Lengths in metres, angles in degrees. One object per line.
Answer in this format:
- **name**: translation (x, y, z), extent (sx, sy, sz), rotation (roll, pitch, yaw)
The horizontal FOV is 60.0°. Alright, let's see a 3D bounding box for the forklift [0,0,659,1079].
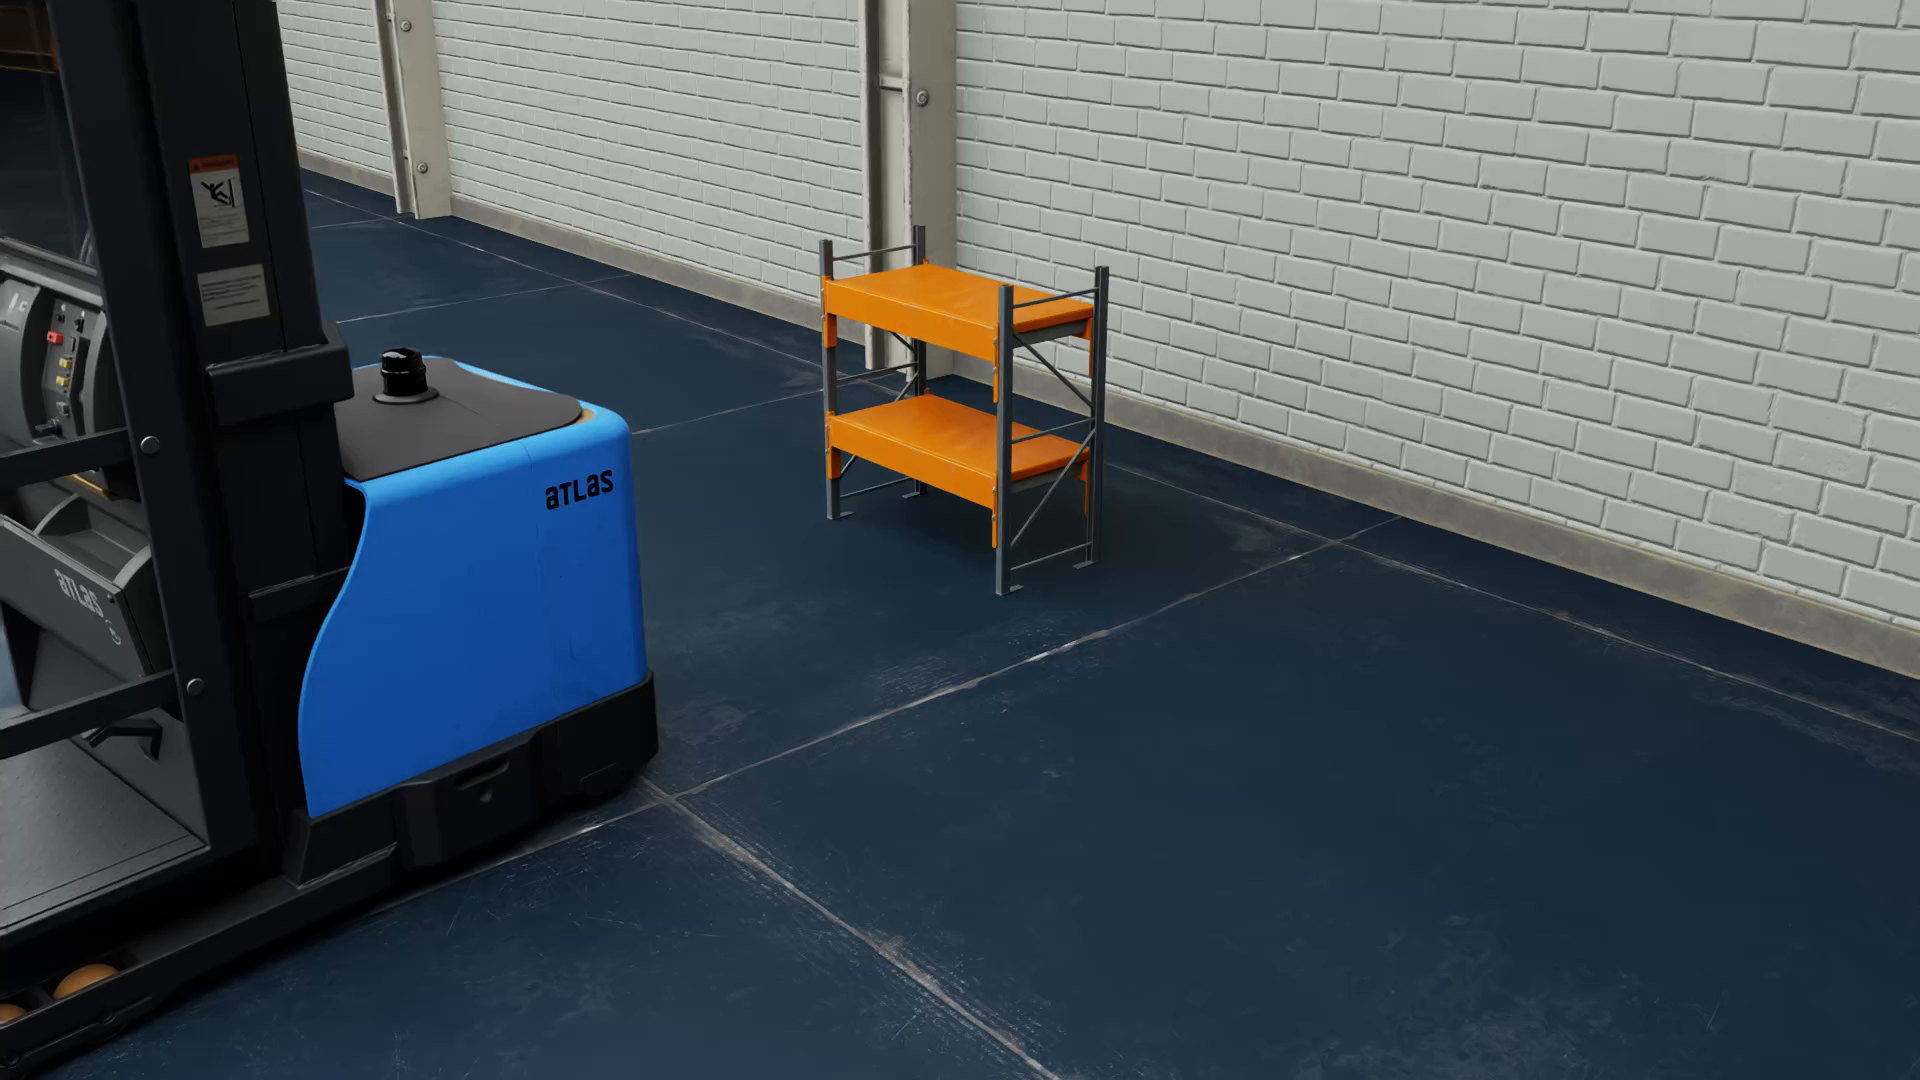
- **forklift**: translation (-2.218, -0.414, 3.523), extent (1.130, 2.935, 3.031), rotation (18, 28, 38)

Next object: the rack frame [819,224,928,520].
- **rack frame**: translation (-0.336, -0.666, 6.642), extent (0.500, 1.125, 0.032), rotation (-17, 27, -37)

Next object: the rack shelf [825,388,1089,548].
- **rack shelf**: translation (-0.004, -0.298, 6.373), extent (0.538, 0.278, 1.000), rotation (-17, 27, -37)

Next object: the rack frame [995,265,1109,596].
- **rack frame**: translation (0.327, -0.385, 5.925), extent (0.500, 1.125, 0.032), rotation (-17, 27, -37)

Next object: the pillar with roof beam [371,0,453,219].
- **pillar with roof beam**: translation (-7.436, -5.720, 8.749), extent (9.100, 9.000, 0.400), rotation (-17, 27, -37)

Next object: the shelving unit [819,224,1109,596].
- **shelving unit**: translation (-0.004, -0.526, 6.284), extent (0.538, 1.125, 1.048), rotation (-17, 27, -37)

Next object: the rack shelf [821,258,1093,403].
- **rack shelf**: translation (-0.004, -0.798, 6.177), extent (0.538, 0.278, 1.000), rotation (-17, 27, -37)

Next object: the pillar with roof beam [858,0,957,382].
- **pillar with roof beam**: translation (-3.519, -4.062, 4.517), extent (9.100, 9.000, 0.400), rotation (-17, 27, -37)
